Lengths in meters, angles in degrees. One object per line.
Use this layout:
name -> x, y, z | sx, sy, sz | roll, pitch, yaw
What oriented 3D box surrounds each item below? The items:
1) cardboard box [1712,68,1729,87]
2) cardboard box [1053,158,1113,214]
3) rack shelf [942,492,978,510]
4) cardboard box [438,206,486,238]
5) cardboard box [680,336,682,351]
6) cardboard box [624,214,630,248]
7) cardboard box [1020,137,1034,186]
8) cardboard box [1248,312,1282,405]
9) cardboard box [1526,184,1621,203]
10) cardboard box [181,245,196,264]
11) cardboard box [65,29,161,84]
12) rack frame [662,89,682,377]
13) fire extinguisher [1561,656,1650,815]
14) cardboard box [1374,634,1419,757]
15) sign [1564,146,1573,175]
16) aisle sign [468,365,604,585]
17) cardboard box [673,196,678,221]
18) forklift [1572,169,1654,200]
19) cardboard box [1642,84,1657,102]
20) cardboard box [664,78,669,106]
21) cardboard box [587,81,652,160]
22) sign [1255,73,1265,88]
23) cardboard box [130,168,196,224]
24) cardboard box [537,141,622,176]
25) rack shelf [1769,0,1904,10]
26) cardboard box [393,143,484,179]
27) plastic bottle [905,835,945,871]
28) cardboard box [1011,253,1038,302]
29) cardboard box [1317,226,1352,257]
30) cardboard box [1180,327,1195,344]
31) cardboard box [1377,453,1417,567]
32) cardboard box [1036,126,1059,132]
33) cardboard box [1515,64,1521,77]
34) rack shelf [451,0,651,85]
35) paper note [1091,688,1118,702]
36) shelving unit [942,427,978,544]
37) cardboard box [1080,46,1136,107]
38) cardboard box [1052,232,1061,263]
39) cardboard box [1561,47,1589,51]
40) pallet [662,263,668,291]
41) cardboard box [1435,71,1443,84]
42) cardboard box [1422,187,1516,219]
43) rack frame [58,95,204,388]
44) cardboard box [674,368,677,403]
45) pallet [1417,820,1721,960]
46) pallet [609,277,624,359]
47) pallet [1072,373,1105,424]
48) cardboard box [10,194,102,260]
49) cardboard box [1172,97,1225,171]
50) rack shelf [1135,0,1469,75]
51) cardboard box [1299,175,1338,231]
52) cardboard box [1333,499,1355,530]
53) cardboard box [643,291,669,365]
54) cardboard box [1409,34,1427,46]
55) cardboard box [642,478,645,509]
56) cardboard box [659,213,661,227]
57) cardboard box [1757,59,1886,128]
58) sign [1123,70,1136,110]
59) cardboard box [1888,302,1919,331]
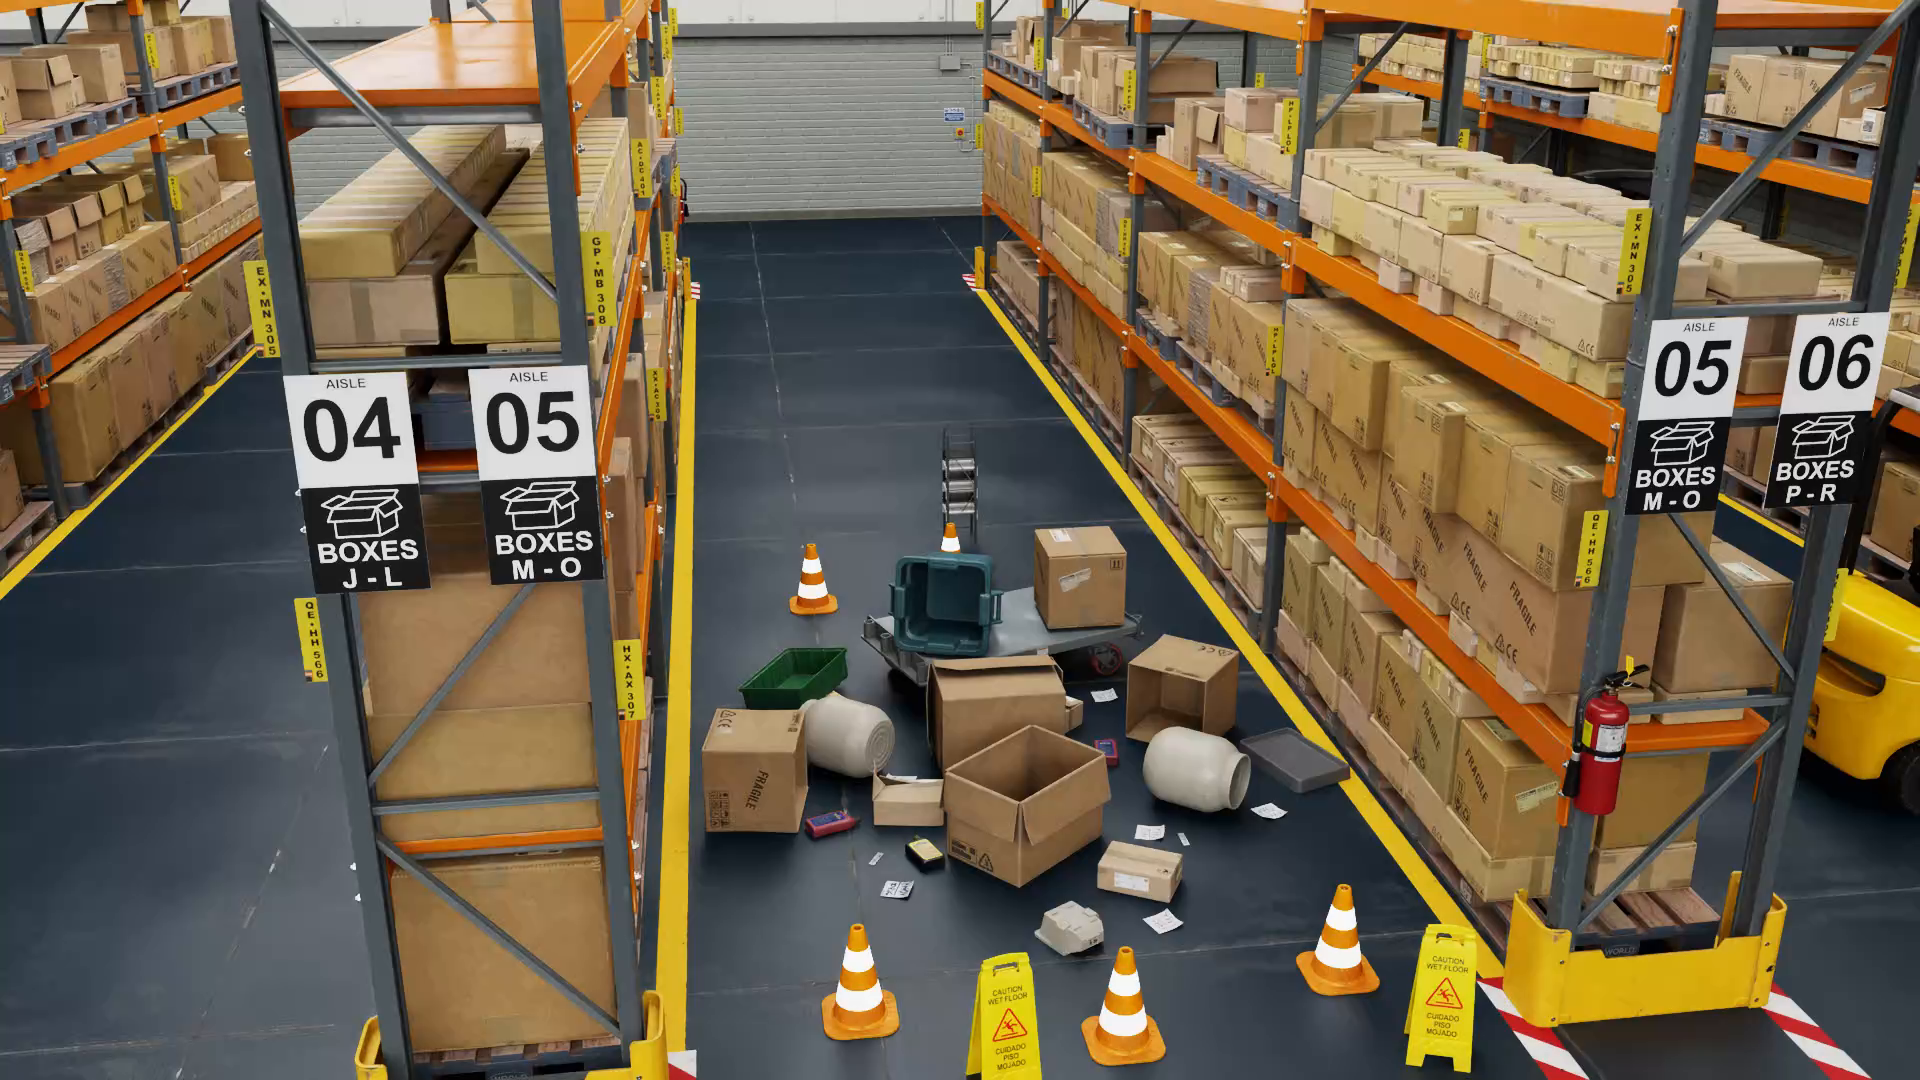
cardboard box -> 7.077, -4.207, 15.126 | 0.380, 0.149, 0.250 | -3, 21, -7
cardboard box -> 1.256, -3.622, 17.056 | 0.500, 0.500, 0.500 | -3, 21, -8
rack shelf -> -0.001, -0.309, 13.109 | 0.258, 0.077, 0.200 | -3, 21, -8
cardboard box -> -2.268, -1.230, 6.980 | 0.500, 0.250, 0.500 | -3, 21, -8
cardboard box -> -3.242, -2.168, 18.207 | 0.380, 0.149, 0.250 | -4, 21, -10
cardboard box -> -1.873, -1.550, 8.408 | 0.380, 0.149, 0.250 | -3, 21, -8
cardboard box -> 0.970, -4.290, 18.842 | 0.500, 0.500, 0.500 | -3, 21, -9
cardboard box -> 2.236, -1.210, 11.001 | 0.500, 0.500, 0.500 | -3, 21, -9
cardboard box -> 3.109, -1.709, 8.438 | 0.380, 0.149, 0.250 | -3, 21, -7
cardboard box -> -8.144, -2.950, 17.188 | 0.380, 0.149, 0.250 | -3, 21, -8
cardboard box -> -8.603, -4.912, 16.909 | 0.700, 0.500, 0.500 | -4, 21, -11
rack frame -> -3.508, -3.164, 17.401 | 1.000, 3.000, 0.127 | -3, 21, -8
fire extinguisher -> 2.666, 0.805, 6.884 | 0.296, 0.674, 0.183 | -3, 21, -8
cardboard box -> 2.588, 0.826, 8.975 | 0.500, 0.500, 0.500 | -3, 21, -9
sign -> 6.836, -4.272, 18.712 | 0.100, 0.325, 0.005 | -3, 21, -8
aisle sign -> -1.471, -0.218, 5.797 | 0.394, 0.787, 0.004 | -3, 21, -8
cardboard box -> -3.445, -3.882, 18.754 | 0.500, 0.500, 0.500 | -3, 21, -9
forklift -> 4.804, -1.069, 11.889 | 1.130, 2.935, 3.031 | -4, 21, -12
cardboard box -> 6.544, -4.131, 15.346 | 0.380, 0.149, 0.250 | -2, 21, -7
cardboard box -> -3.313, -4.673, 17.367 | 0.500, 0.250, 0.500 | -2, 21, -5
cardboard box -> -2.403, -2.887, 11.486 | 0.500, 0.500, 0.500 | -3, 21, -8
sign -> 2.490, -3.738, 13.911 | 0.100, 0.325, 0.005 | -3, 21, -8
cardboard box -> -8.246, -3.548, 17.146 | 0.500, 0.500, 0.500 | -3, 21, -8
cardboard box -> -1.839, -1.838, 8.038 | 0.380, 0.149, 0.250 | -3, 21, -8
rack shelf -> 7.152, -3.909, 12.421 | 1.077, 0.370, 4.000 | -3, 21, -8
cardboard box -> -2.489, -1.803, 7.945 | 0.380, 0.149, 0.250 | -3, 21, -7
plastic bottle -> -0.200, 1.638, 8.742 | 0.133, 0.061, 0.283 | -11, 23, -26
cardboard box -> 1.134, -3.290, 20.800 | 0.875, 0.438, 0.875 | -2, 21, -6
cardboard box -> 2.312, -1.753, 9.693 | 0.380, 0.149, 0.250 | -3, 21, -8
cardboard box -> 1.948, -1.649, 13.102 | 0.380, 0.149, 0.250 | -2, 21, -5
cardboard box -> 2.564, -0.178, 8.837 | 0.500, 0.500, 0.500 | -3, 21, -7
cardboard box -> 1.060, -4.542, 18.591 | 0.380, 0.149, 0.250 | -3, 21, -8
cardboard box -> 6.073, -4.934, 17.468 | 0.380, 0.149, 0.250 | -3, 21, -7
rack shelf -> -2.643, -3.373, 10.985 | 1.077, 0.370, 4.000 | -3, 21, -8
paper note -> 0.918, 0.981, 10.545 | 0.148, 0.019, 0.142 | -3, 21, -8
shelving unit -> -0.001, -0.424, 13.066 | 0.258, 0.900, 0.210 | -3, 21, -8
cardboard box -> 1.412, -4.308, 15.434 | 0.500, 0.500, 0.500 | -3, 21, -7
cardboard box -> 1.254, -3.034, 17.266 | 0.500, 0.250, 0.500 | -3, 21, -9
cardboard box -> 6.550, -5.099, 17.485 | 0.380, 0.149, 0.250 | -3, 21, -9
pallet -> -3.257, -2.373, 15.556 | 1.003, 0.211, 1.213 | -3, 21, -8
cardboard box -> 5.841, -5.455, 19.607 | 0.380, 0.149, 0.250 | -2, 21, -6
cardboard box -> 2.558, -1.680, 8.360 | 0.380, 0.149, 0.250 | -3, 21, -7
rack frame -> -8.430, -2.949, 16.825 | 1.000, 3.000, 0.127 | -3, 21, -8
cardboard box -> -2.935, -1.414, 15.688 | 0.500, 0.500, 0.500 | -3, 21, -9
pallet -> 3.013, 1.703, 8.355 | 1.003, 0.211, 1.213 | -3, 21, -8
pallet -> -2.074, -1.053, 7.587 | 1.003, 0.211, 1.213 | -3, 21, -8
pallet -> 1.741, -1.456, 16.812 | 1.003, 0.211, 1.213 | -3, 21, -8
cardboard box -> -8.138, -2.792, 14.829 | 0.797, 0.503, 0.637 | -2, 21, -6
cardboard box -> 2.079, -3.187, 13.033 | 0.700, 0.500, 0.500 | -3, 21, -8
rack shelf -> 2.241, -3.657, 11.747 | 1.077, 0.370, 4.000 | -3, 21, -8
cardboard box -> 2.322, -1.987, 9.751 | 0.500, 0.250, 0.500 | -3, 21, -9
cardboard box -> 2.415, -0.173, 9.752 | 0.380, 0.149, 0.250 | -2, 21, -6
cardboard box -> -2.600, -1.684, 13.294 | 0.500, 0.500, 0.500 | -3, 21, -8
cardboard box -> 5.750, -6.101, 20.052 | 0.500, 0.250, 0.500 | -2, 21, -6
cardboard box -> -2.289, -0.337, 9.618 | 0.875, 0.550, 0.550 | -3, 21, -8
cardboard box -> -3.255, -3.255, 16.977 | 0.380, 0.149, 0.250 | -2, 21, -6
cardboard box -> 6.899, -3.578, 13.337 | 0.700, 0.500, 0.500 | -3, 21, -9
sign -> 1.402, -3.723, 13.758 | 0.100, 0.325, 0.005 | -3, 21, -8
cardboard box -> 6.964, -1.649, 12.273 | 0.380, 0.149, 0.250 | -4, 21, -9
